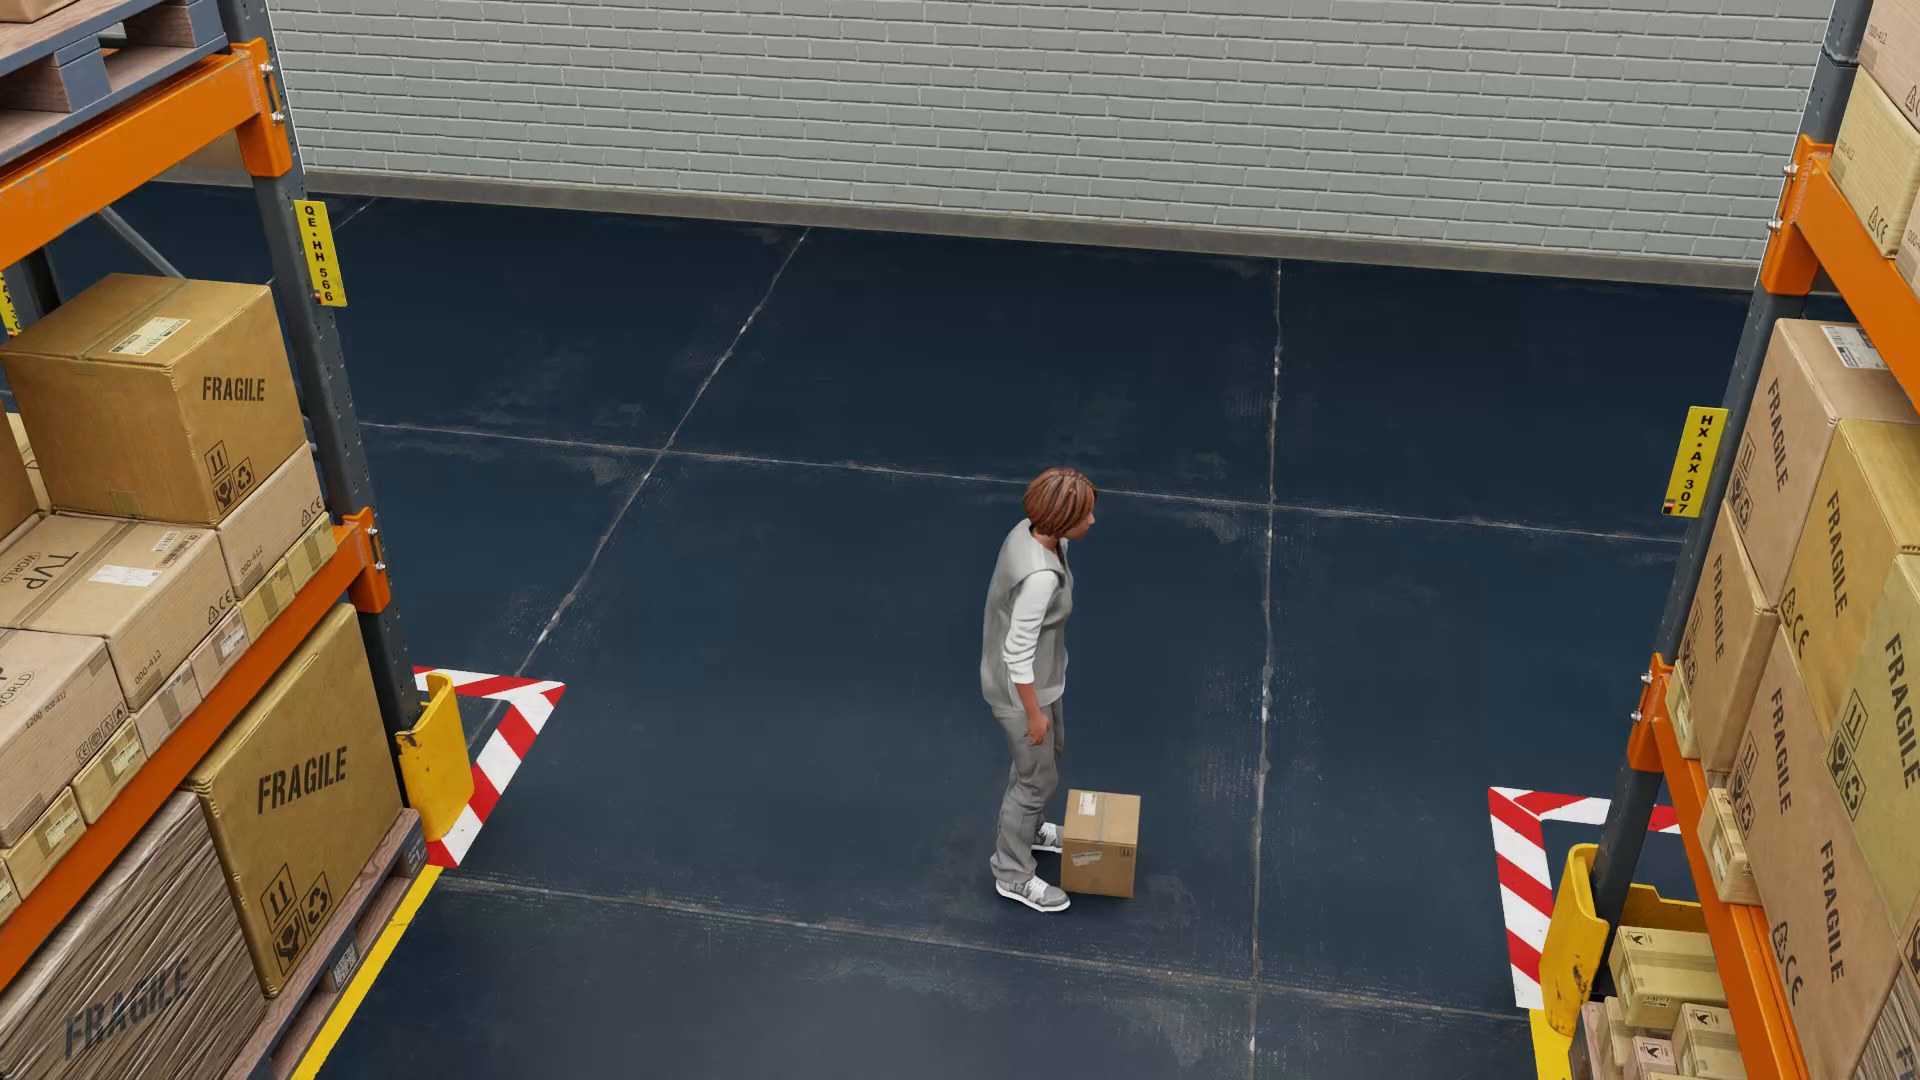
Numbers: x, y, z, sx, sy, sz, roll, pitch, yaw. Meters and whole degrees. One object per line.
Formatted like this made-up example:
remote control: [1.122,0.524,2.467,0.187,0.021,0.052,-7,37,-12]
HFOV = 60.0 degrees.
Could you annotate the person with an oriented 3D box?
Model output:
person: [0.241,0.471,5.422,0.348,1.590,0.471,4,33,6]
